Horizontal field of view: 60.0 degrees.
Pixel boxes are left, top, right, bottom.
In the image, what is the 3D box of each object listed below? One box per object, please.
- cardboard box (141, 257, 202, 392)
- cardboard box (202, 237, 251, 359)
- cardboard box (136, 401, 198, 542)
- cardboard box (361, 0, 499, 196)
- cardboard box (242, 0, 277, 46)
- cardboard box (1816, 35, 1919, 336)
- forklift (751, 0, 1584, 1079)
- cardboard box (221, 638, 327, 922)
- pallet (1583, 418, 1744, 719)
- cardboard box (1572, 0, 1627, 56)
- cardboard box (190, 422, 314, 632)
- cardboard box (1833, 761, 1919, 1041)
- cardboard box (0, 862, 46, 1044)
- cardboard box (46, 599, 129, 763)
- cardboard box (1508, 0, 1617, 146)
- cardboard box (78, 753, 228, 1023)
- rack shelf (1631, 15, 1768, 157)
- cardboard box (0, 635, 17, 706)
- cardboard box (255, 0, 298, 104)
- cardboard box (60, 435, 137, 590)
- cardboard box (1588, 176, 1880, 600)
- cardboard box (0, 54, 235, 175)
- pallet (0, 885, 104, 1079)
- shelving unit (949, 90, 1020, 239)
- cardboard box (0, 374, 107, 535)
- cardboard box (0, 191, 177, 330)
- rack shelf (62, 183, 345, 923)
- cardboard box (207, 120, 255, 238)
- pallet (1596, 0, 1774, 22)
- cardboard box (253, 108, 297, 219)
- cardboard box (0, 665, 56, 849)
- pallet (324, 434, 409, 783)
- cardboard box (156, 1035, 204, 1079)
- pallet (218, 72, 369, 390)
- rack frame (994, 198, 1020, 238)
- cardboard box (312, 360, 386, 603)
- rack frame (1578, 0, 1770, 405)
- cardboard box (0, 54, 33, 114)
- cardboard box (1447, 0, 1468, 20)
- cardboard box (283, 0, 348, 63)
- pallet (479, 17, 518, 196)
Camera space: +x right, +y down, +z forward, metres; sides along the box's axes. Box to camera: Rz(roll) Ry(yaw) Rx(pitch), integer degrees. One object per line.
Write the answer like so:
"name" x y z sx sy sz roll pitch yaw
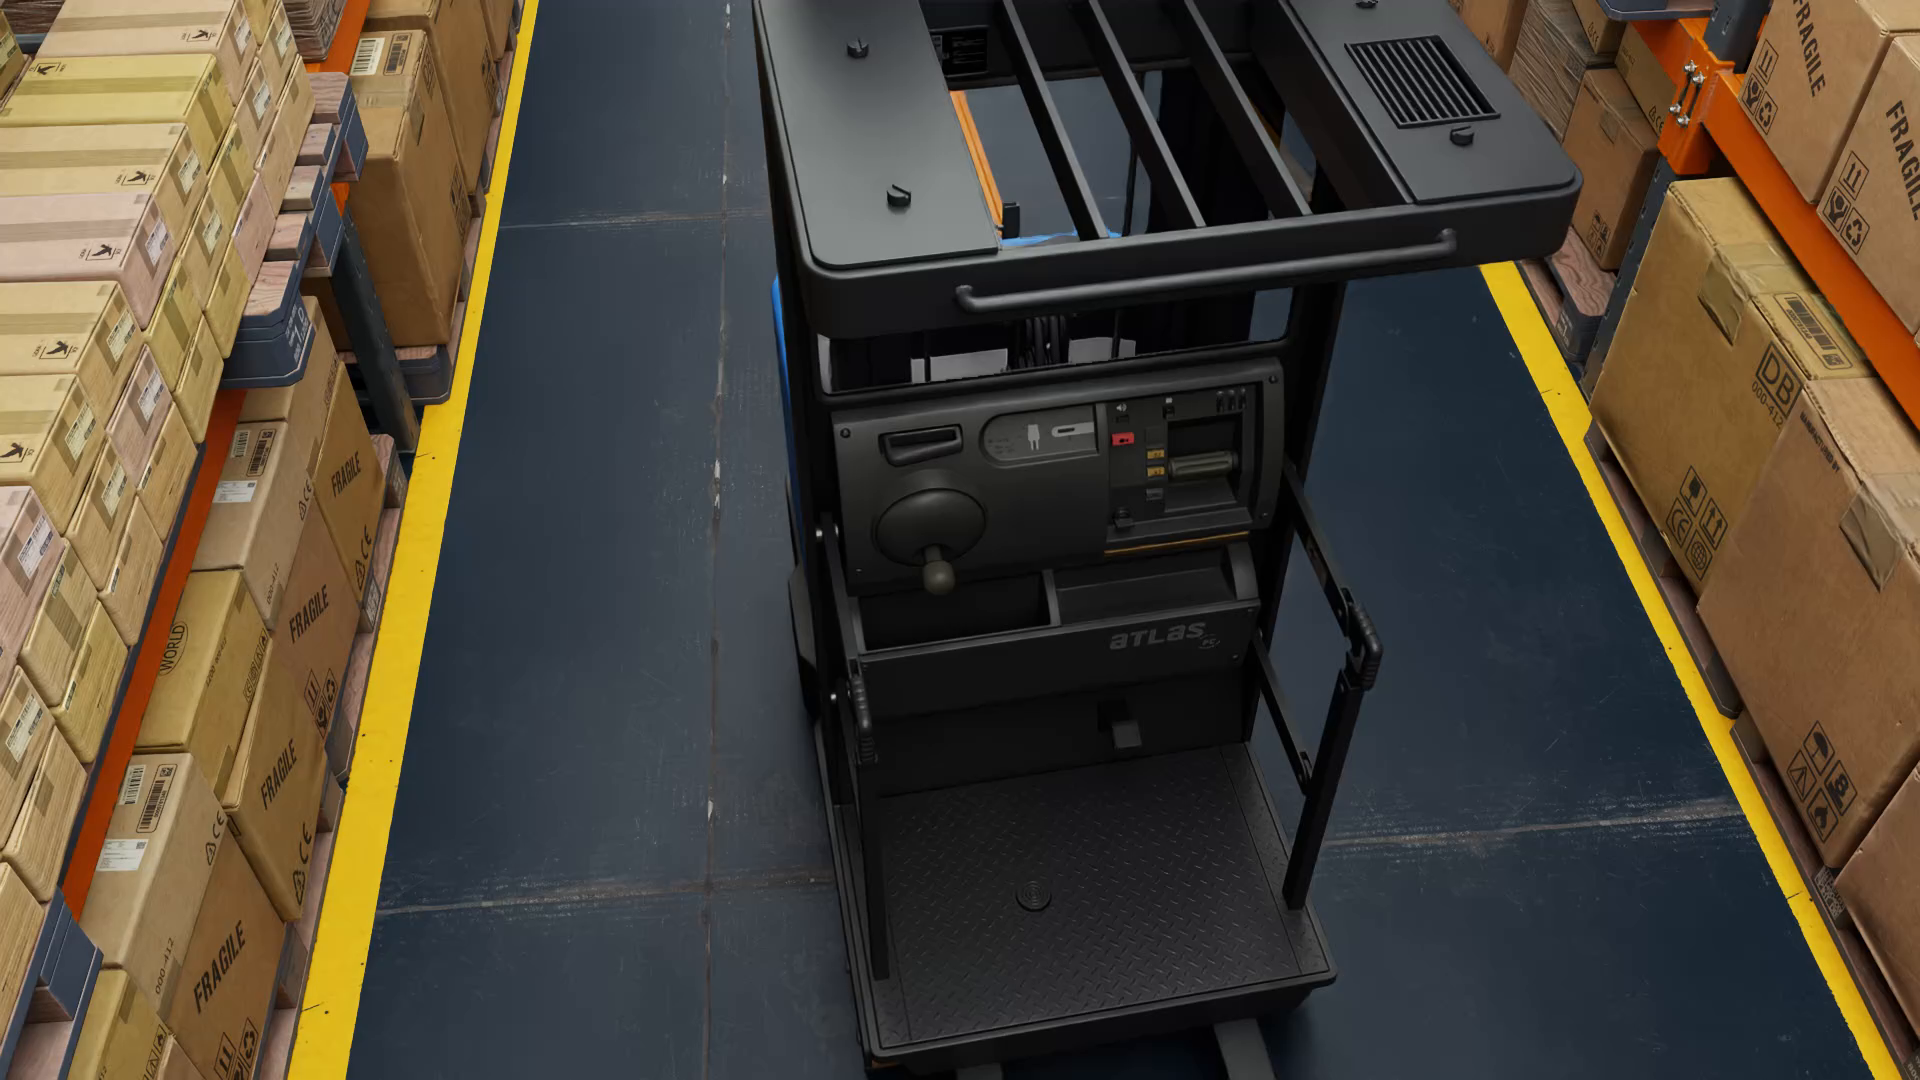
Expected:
"cardboard box" -1.726 -0.412 3.253 0.380 0.149 0.250 -4 47 -4
"cardboard box" -1.751 -0.509 3.550 0.380 0.149 0.250 -4 47 -4
"cardboard box" -1.707 -0.127 3.188 0.380 0.149 0.250 -2 47 -2
"cardboard box" -2.346 -1.775 6.126 1.050 0.750 0.750 -3 47 -3
"cardboard box" -1.811 -1.262 3.853 0.380 0.149 0.250 -5 47 -5
"cardboard box" 2.458 -0.848 3.918 0.500 0.500 0.500 -5 47 -4
"forklift" 0.253 -0.029 3.259 1.130 2.935 3.031 -8 47 -7
"cardboard box" -1.893 0.607 4.042 0.500 0.500 0.500 -5 47 -5
"pallet" 2.634 -0.021 5.124 1.003 0.211 1.213 -3 47 -3
"cardboard box" 2.502 -1.970 5.952 0.500 0.250 0.500 1 47 1
"cardboard box" -1.937 -0.025 4.124 0.500 0.250 0.500 -3 47 -3
"cardboard box" 2.828 0.818 3.584 1.225 0.875 0.875 -5 47 -5
"cardboard box" -1.614 0.634 2.467 0.380 0.149 0.250 -3 47 -3
"cardboard box" -1.663 0.253 2.829 0.380 0.149 0.250 -4 47 -4
"cardboard box" 2.507 -1.730 6.241 0.700 0.500 0.500 -7 47 -7
"cardboard box" -1.857 0.720 3.418 0.500 0.250 0.500 -2 47 -2
"rack shelf" 2.475 -2.754 6.288 1.077 0.370 4.000 -3 47 -3
"cardboard box" -1.637 0.239 2.431 0.380 0.149 0.250 -4 47 -4
"cardboard box" -1.813 -1.157 3.958 0.380 0.149 0.250 -3 47 -2
"cardboard box" -1.681 -0.037 2.898 0.380 0.149 0.250 -4 47 -4
"cardboard box" 2.680 -0.468 4.801 1.225 0.875 0.875 -5 47 -5
"cardboard box" -1.770 -0.891 3.502 0.380 0.149 0.250 -2 47 -2
"pallet" -1.893 1.072 2.301 1.003 0.211 1.213 -3 47 -3
"shelving unit" -0.178 -0.876 5.305 0.538 1.125 1.048 -8 47 -7
"cardboard box" -1.684 -0.138 2.789 0.380 0.149 0.250 -2 47 -2
"cardboard box" -1.729 -0.523 3.153 0.380 0.149 0.250 -3 47 -3
"rack shelf" -2.141 0.368 3.331 1.077 0.370 4.000 -3 47 -3
"cardboard box" -1.765 -0.773 3.595 0.380 0.149 0.250 -2 47 -2
"pallet" 2.477 -1.998 5.208 1.213 0.211 1.003 -3 47 -3
"cardboard box" -1.790 -0.875 3.897 0.380 0.149 0.250 -4 47 -3
"cardboard box" -1.641 0.337 2.543 0.380 0.149 0.250 -2 47 -2
"pallet" -2.244 0.198 4.917 1.003 0.211 1.213 -3 47 -3
"cardboard box" -1.817 1.350 3.338 0.500 0.500 0.500 -2 47 -1
"pallet" -2.143 -0.751 4.027 1.213 0.211 1.003 -3 47 -3
"rack frame" -0.084 -0.513 4.961 0.500 1.125 0.032 -8 47 -7
"cardboard box" -1.993 -0.151 4.759 0.500 0.500 0.500 -4 47 -3
"rack frame" 2.643 -1.554 4.656 1.000 3.000 0.127 -3 47 -3
"cardboard box" -2.472 -1.048 4.060 0.380 0.149 0.250 -4 47 -4
"cardboard box" 2.406 -2.544 7.012 0.700 0.500 0.500 -7 47 -7
"cardboard box" -2.077 -1.702 4.727 0.500 0.500 0.500 -3 47 -3
"pallet" -2.398 -1.823 6.831 1.003 0.211 1.213 -3 47 -3
